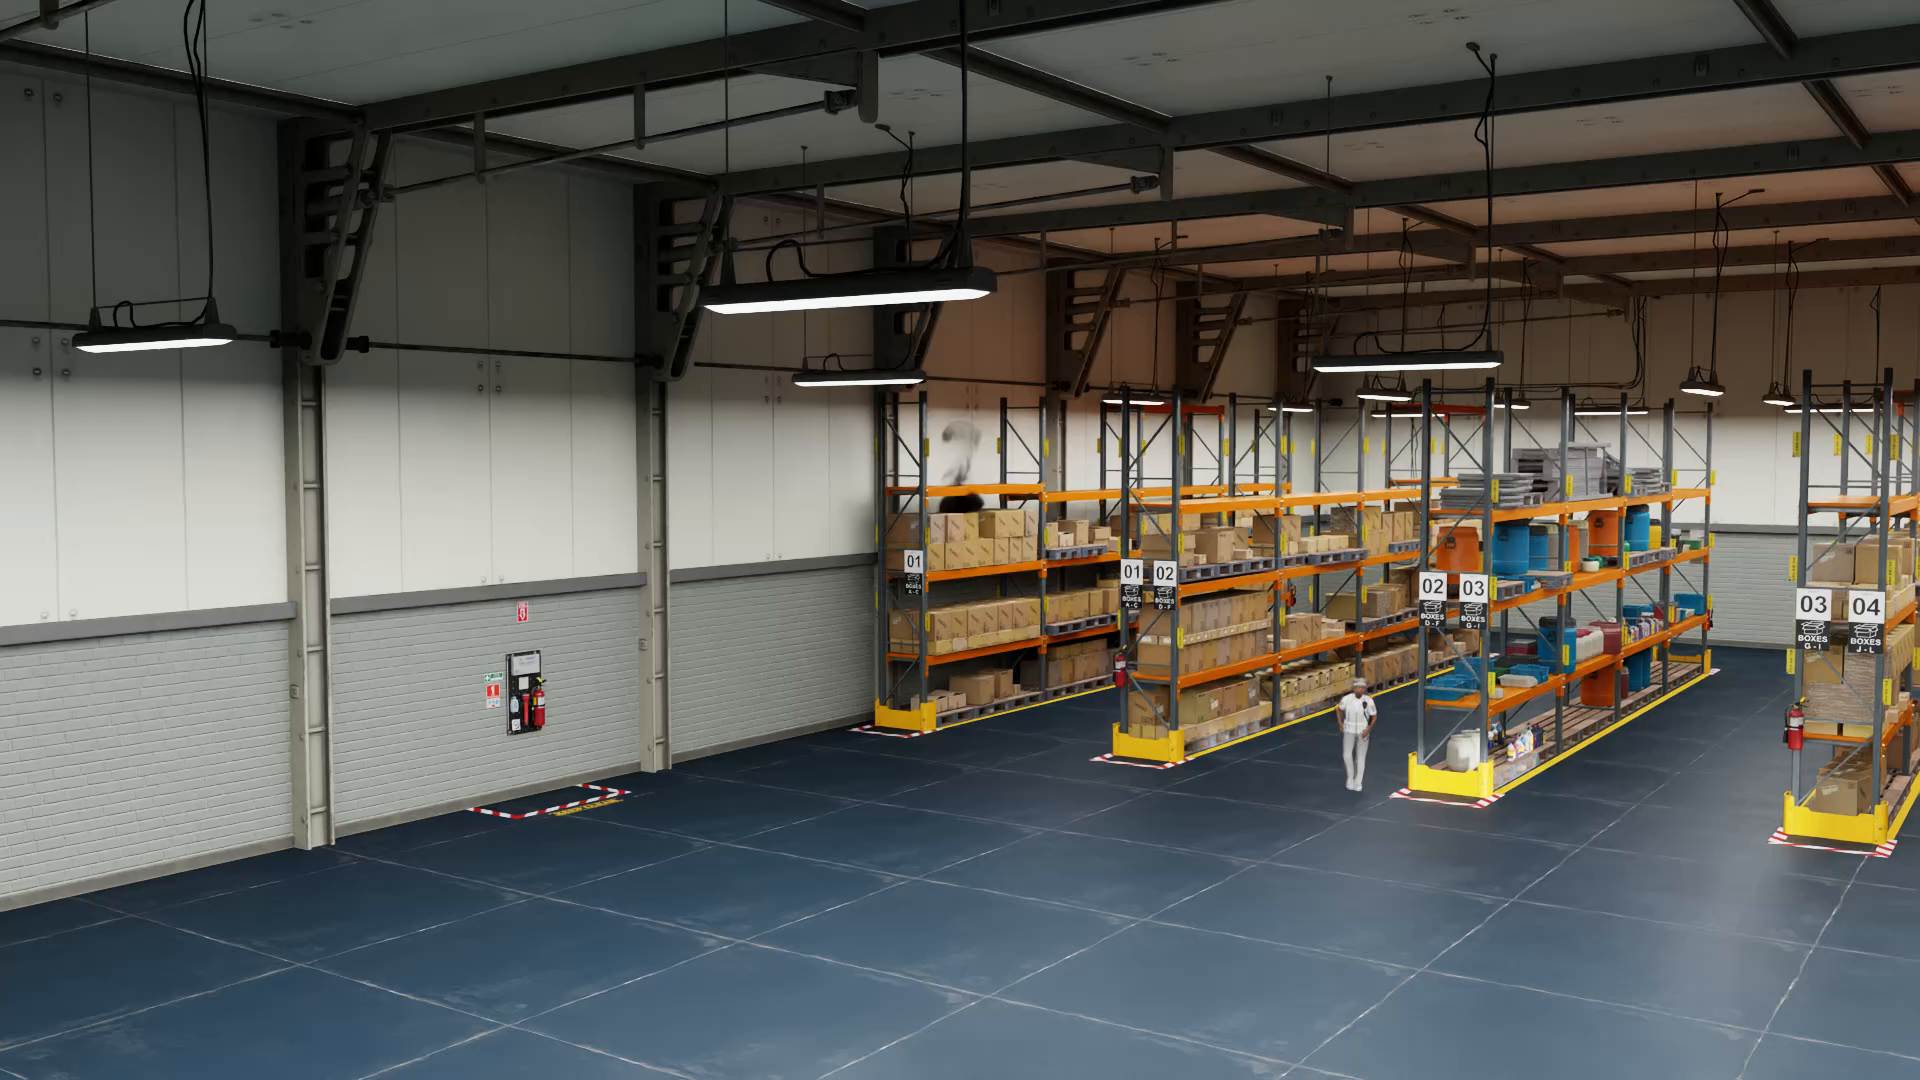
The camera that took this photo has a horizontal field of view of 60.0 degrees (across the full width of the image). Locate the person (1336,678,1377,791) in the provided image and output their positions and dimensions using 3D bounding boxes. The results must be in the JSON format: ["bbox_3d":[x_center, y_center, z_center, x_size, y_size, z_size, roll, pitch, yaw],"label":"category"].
[{"bbox_3d":[5.770,2.821,24.221,0.593,1.660,0.588,1,3,17],"label":"person"}]
